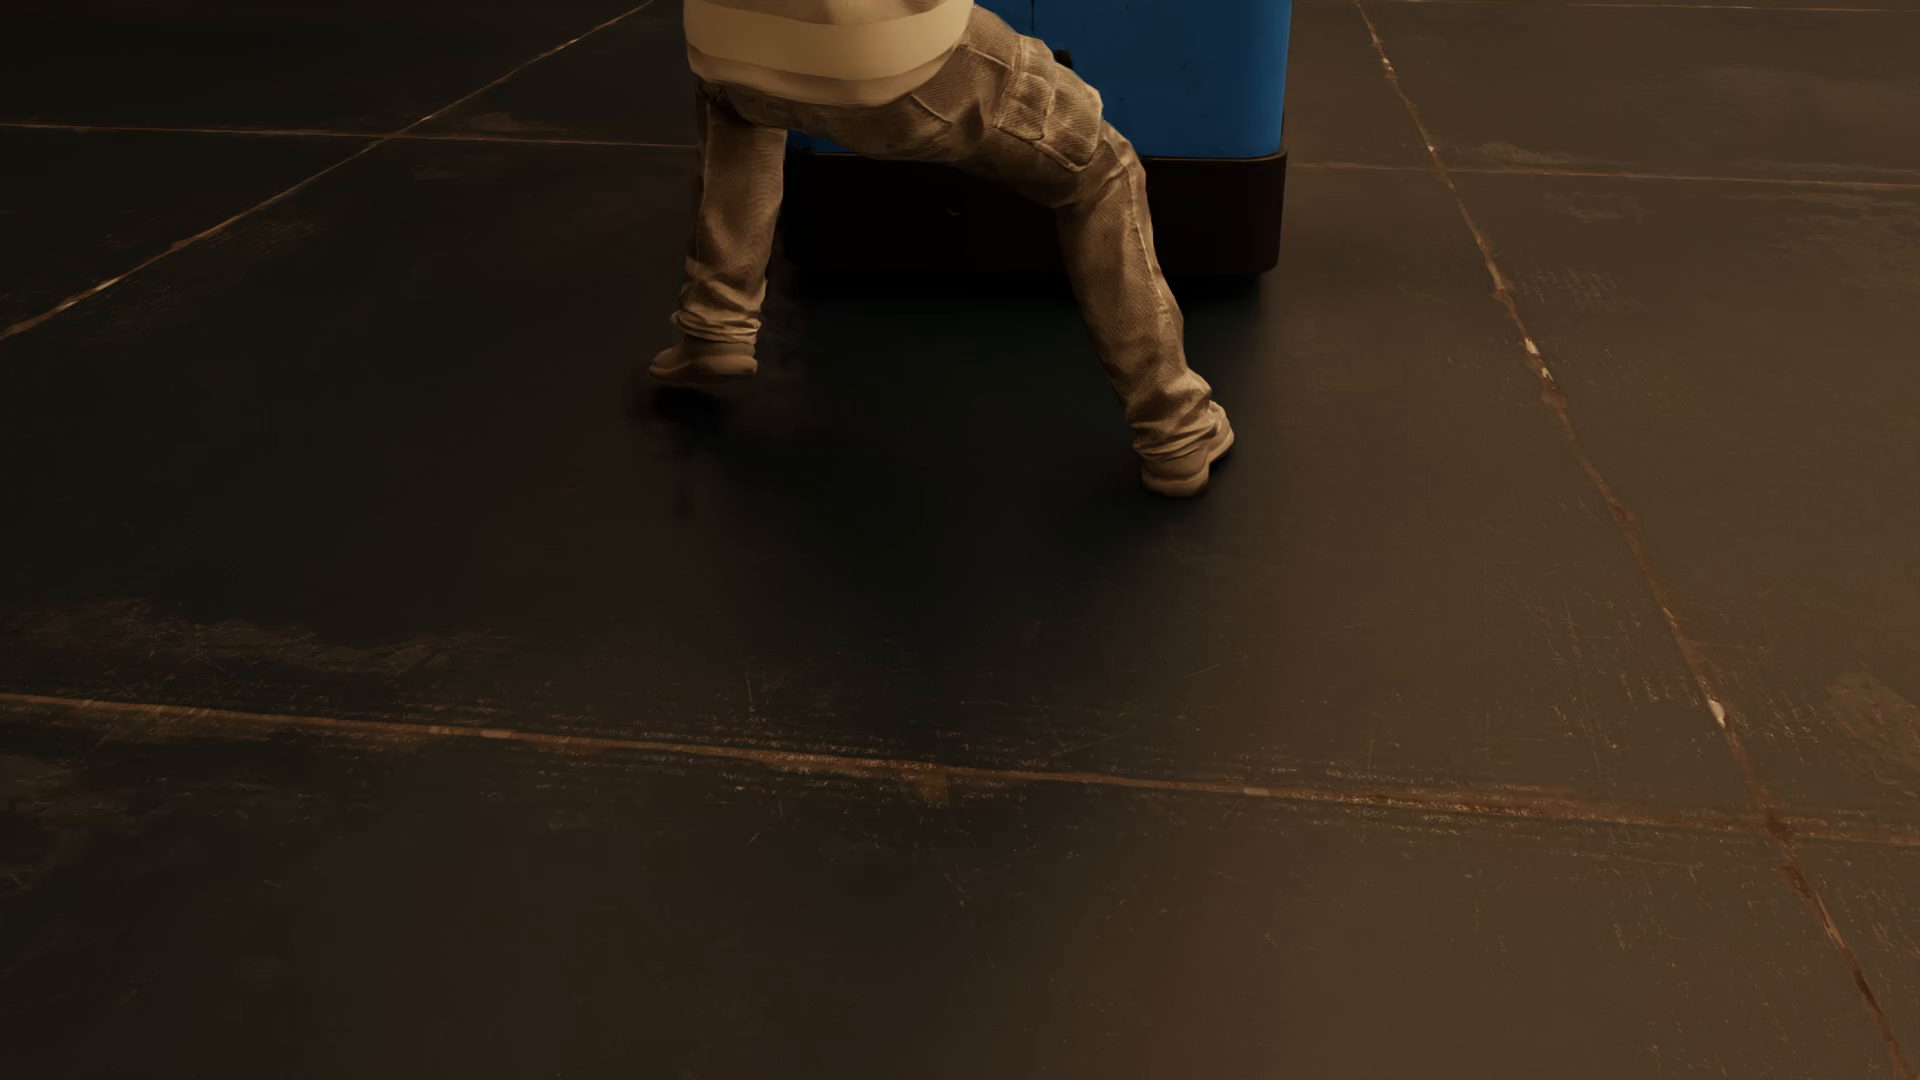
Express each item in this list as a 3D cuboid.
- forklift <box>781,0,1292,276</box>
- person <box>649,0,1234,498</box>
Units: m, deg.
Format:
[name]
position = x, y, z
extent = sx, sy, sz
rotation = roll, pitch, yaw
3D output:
[forklift]
position = 0.233, -2.477, 4.182
extent = 1.130, 2.935, 3.031
rotation = 2, 27, 3
[person]
position = -0.083, -0.872, 2.523
extent = 1.082, 1.547, 0.761
rotation = 14, 30, 26
